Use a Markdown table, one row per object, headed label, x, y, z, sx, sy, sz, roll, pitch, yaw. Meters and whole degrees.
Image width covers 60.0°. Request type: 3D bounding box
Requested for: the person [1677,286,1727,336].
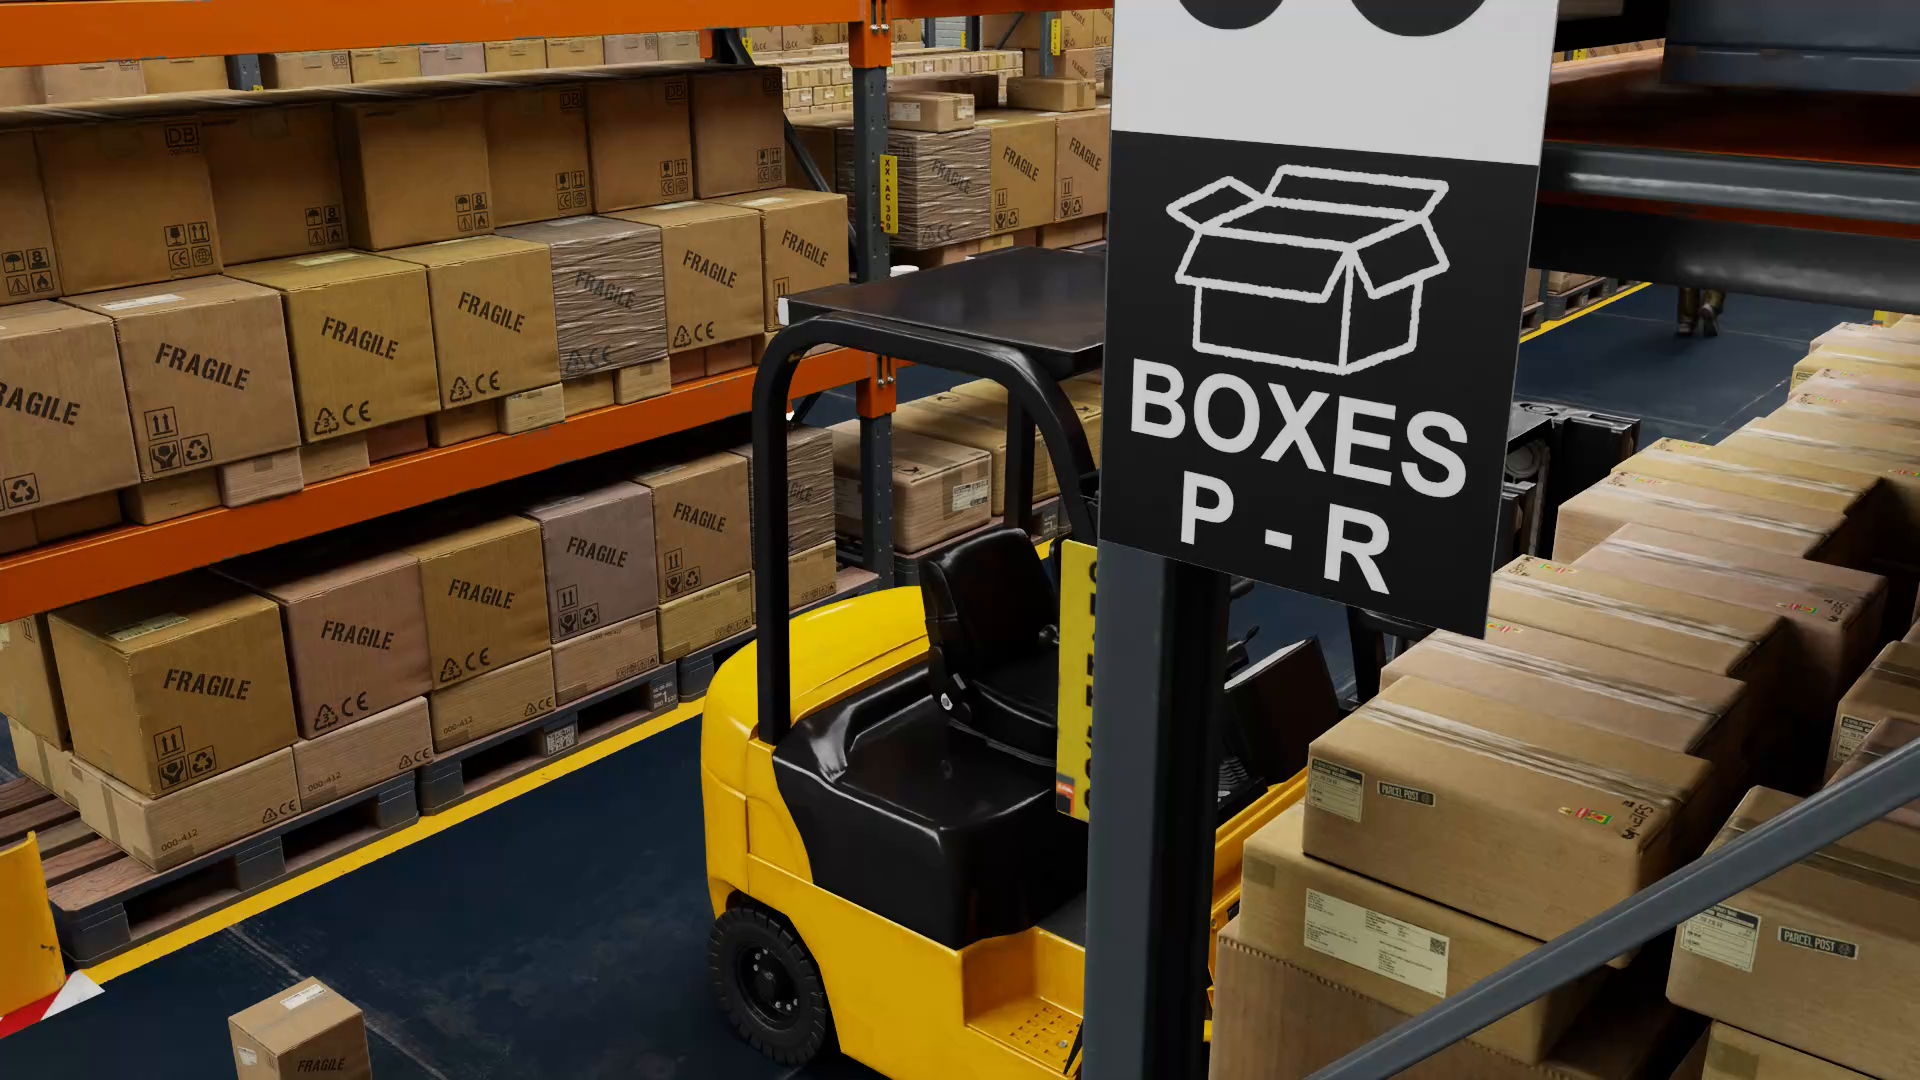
| label | x | y | z | sx | sy | sz | roll | pitch | yaw |
| --- | --- | --- | --- | --- | --- | --- | --- | --- | --- |
| person | 5.848 | -2.384 | 13.001 | 0.570 | 1.588 | 0.477 | 15 | 25 | 36 |
